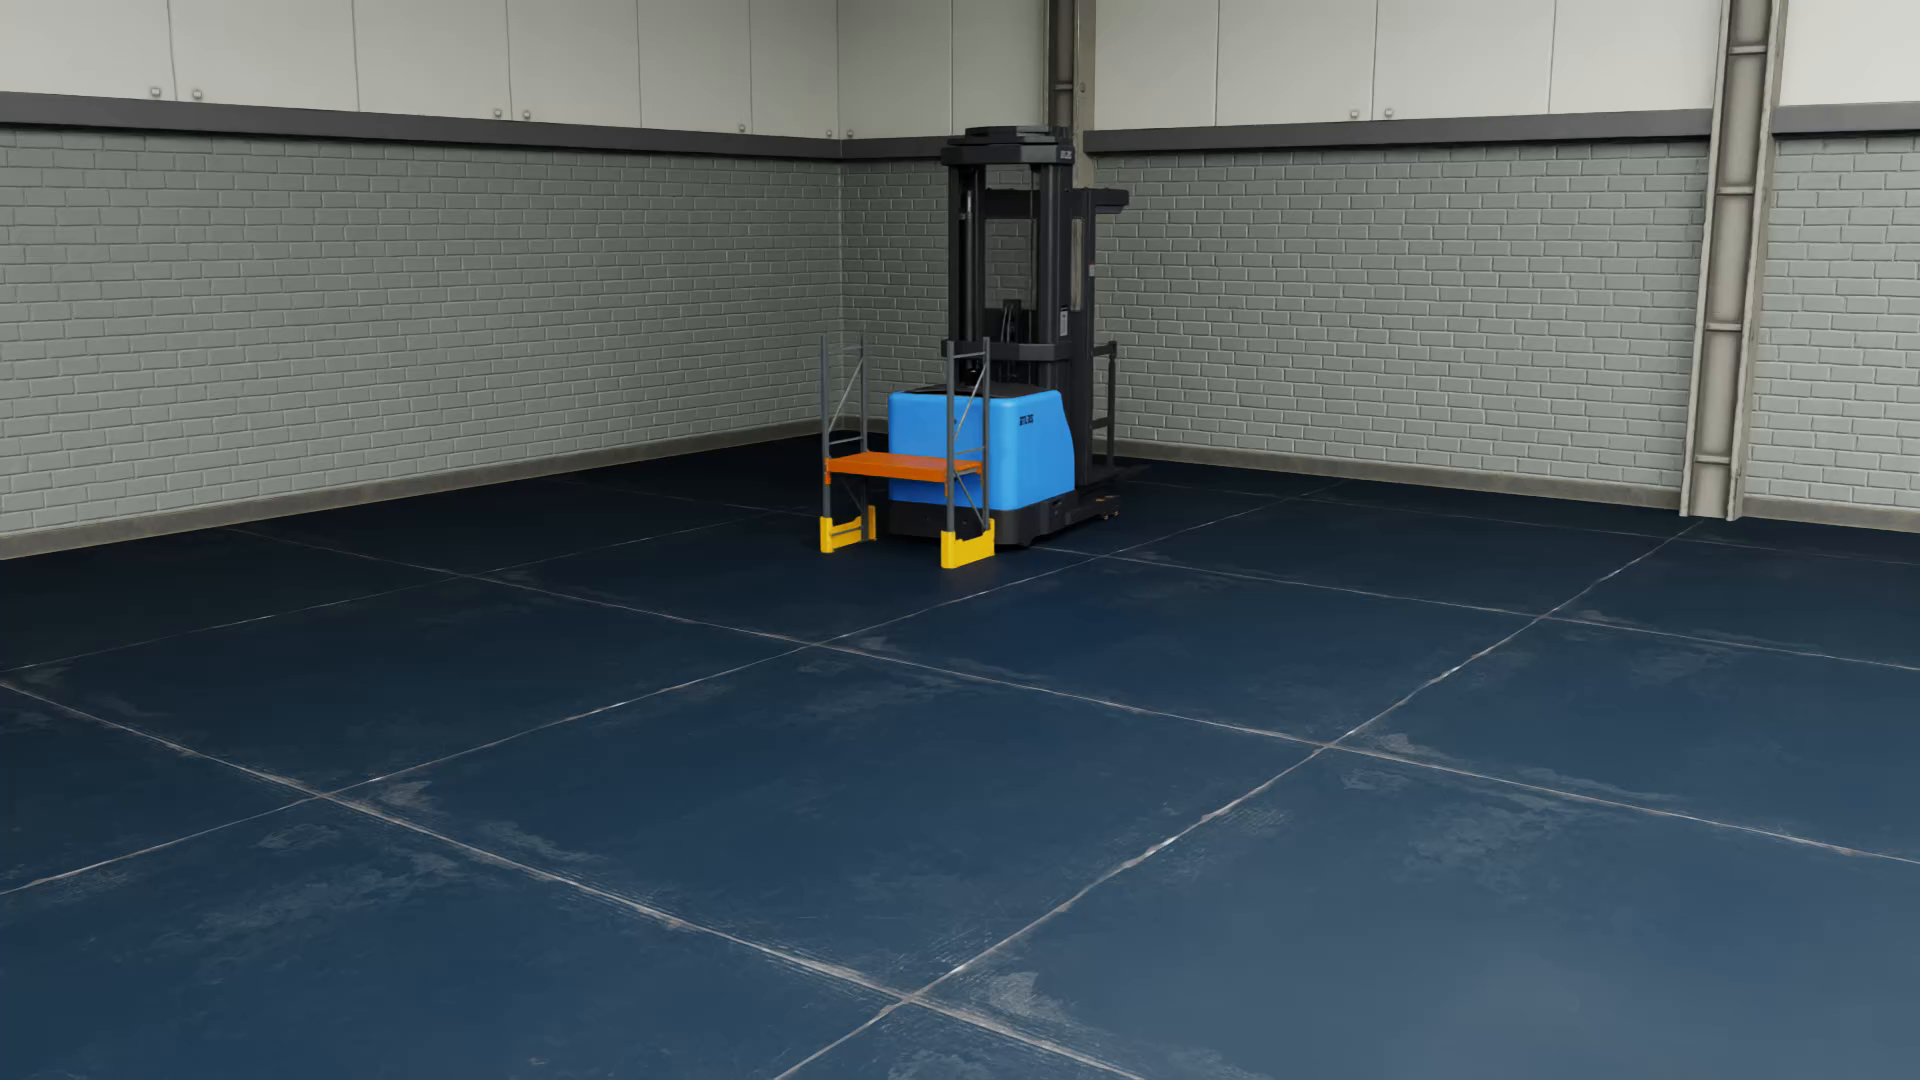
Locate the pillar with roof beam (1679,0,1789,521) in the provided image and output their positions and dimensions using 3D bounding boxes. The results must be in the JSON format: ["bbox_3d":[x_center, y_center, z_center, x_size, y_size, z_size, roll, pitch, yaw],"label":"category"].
[{"bbox_3d":[3.326,-3.950,8.753,0.400,9.000,9.100,8,13,36],"label":"pillar with roof beam"}]

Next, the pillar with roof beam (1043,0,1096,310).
[{"bbox_3d":[-1.510,-4.624,12.240,0.400,9.000,9.100,8,13,36],"label":"pillar with roof beam"}]

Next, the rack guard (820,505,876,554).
[{"bbox_3d":[-0.790,-0.078,11.774,0.087,0.250,0.587,7,13,31],"label":"rack guard"}]

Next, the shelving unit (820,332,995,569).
[{"bbox_3d":[-0.367,-0.641,11.397,1.083,1.500,0.587,7,13,31],"label":"shelving unit"}]

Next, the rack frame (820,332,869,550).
[{"bbox_3d":[-0.806,-0.693,11.665,0.032,1.500,0.500,7,13,31],"label":"rack frame"}]

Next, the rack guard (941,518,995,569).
[{"bbox_3d":[0.056,0.022,11.257,0.087,0.250,0.587,7,13,31],"label":"rack guard"}]

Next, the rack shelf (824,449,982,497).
[{"bbox_3d":[-0.375,-0.466,11.436,1.000,0.185,0.538,7,13,31],"label":"rack shelf"}]

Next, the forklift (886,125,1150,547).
[{"bbox_3d":[0.608,-1.628,12.727,1.130,2.935,3.031,6,12,27],"label":"forklift"}]

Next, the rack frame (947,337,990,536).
[{"bbox_3d":[0.057,-0.591,11.137,0.032,1.500,0.500,7,13,31],"label":"rack frame"}]
